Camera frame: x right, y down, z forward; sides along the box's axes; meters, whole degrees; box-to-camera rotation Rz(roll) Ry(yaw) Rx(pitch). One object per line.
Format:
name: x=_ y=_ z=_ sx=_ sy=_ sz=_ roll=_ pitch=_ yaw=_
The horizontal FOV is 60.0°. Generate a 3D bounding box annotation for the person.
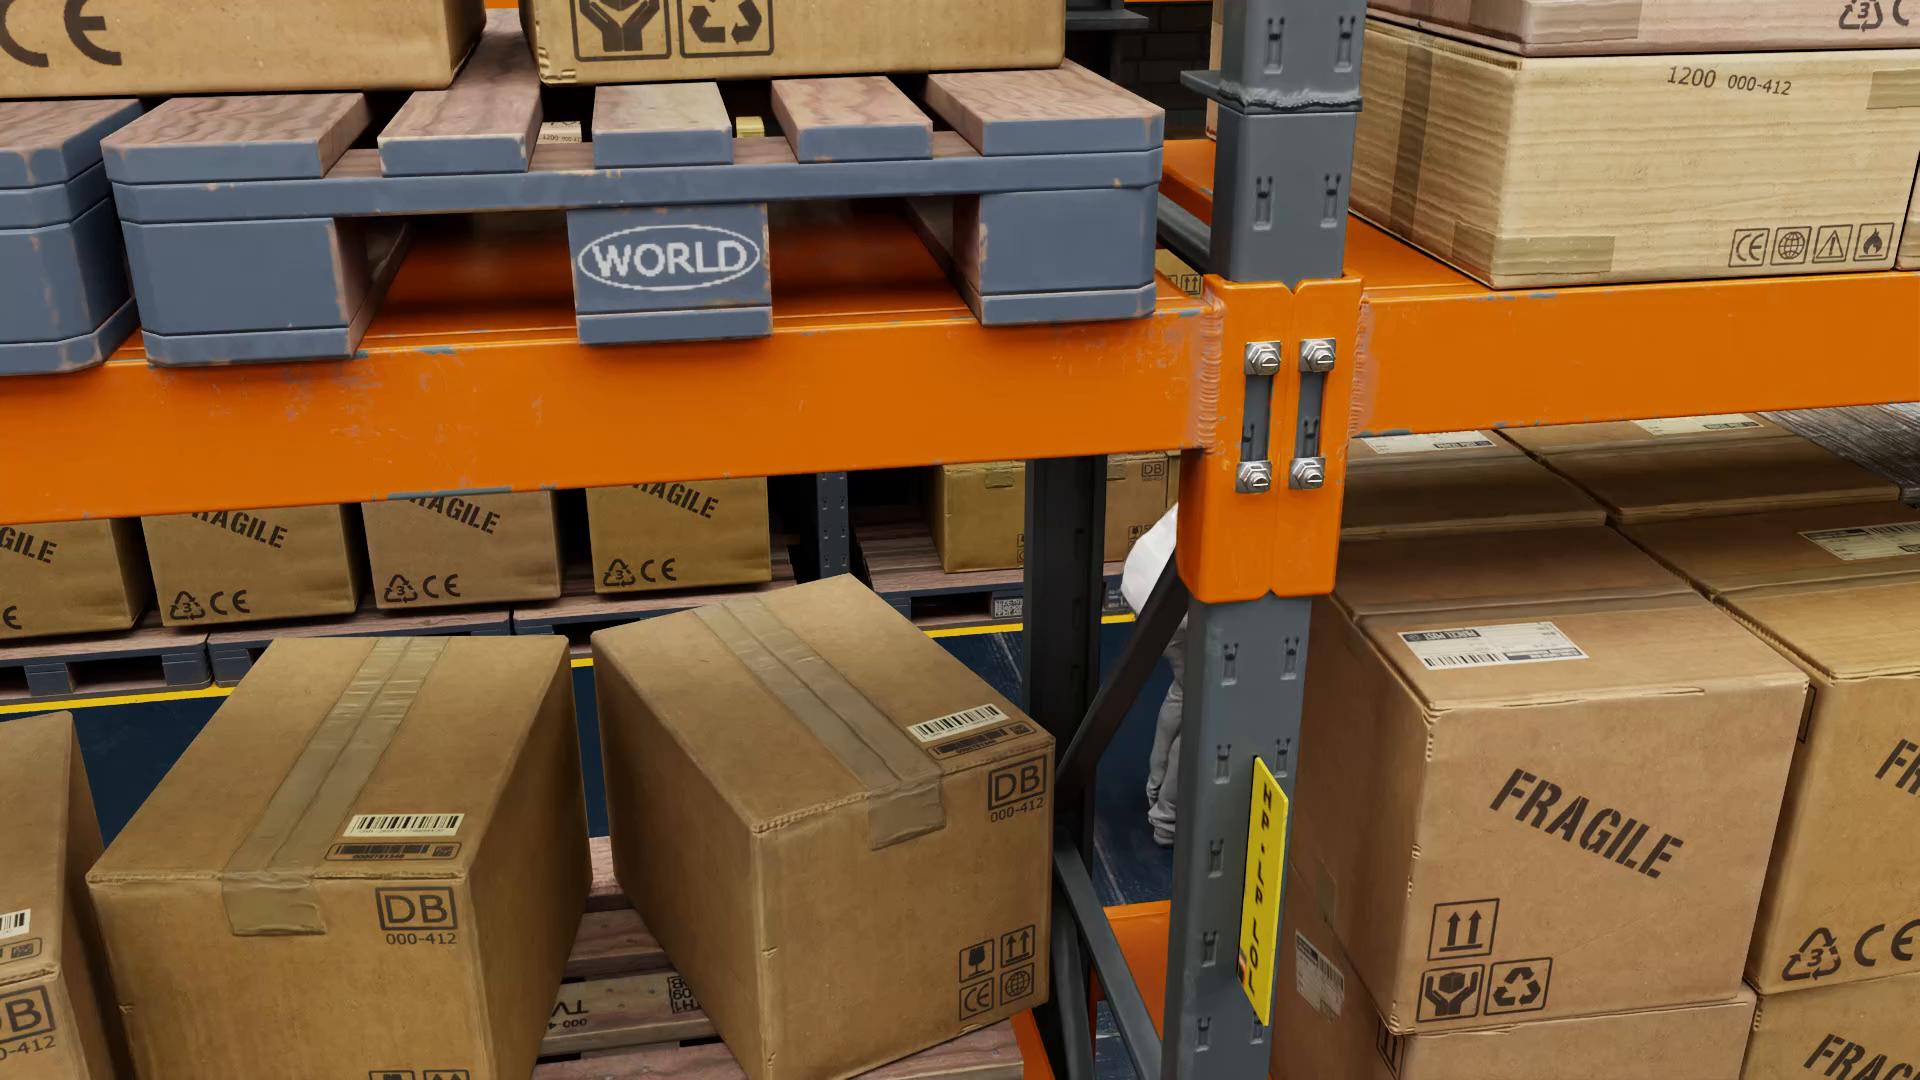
person: x=0.935 y=0.254 z=5.697 sx=0.763 sy=1.587 sz=0.489 roll=-5 pitch=24 yaw=-11
